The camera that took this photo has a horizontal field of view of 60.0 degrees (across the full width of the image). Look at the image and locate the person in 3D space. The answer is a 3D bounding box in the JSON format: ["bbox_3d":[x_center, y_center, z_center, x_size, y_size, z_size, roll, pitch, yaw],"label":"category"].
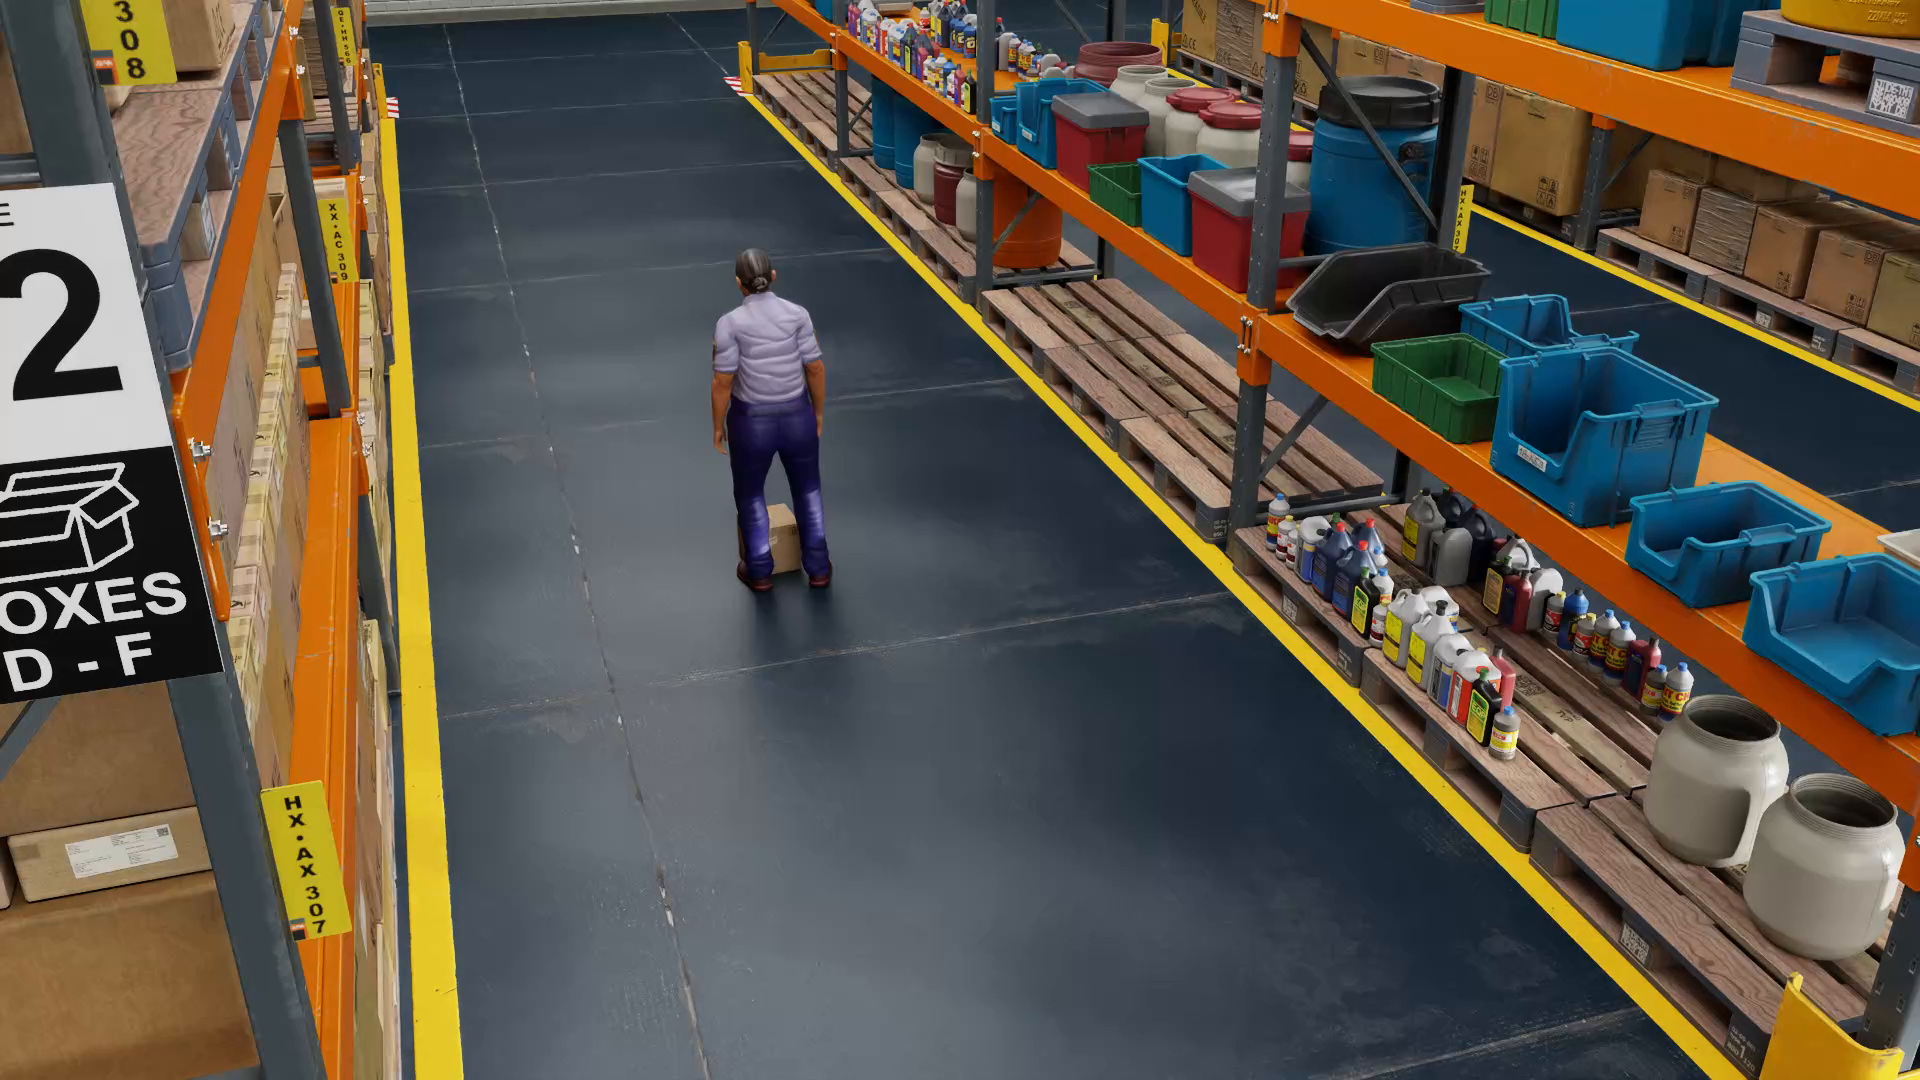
[{"bbox_3d":[-0.873,-0.537,7.700,0.557,1.652,0.416,-9,28,-18],"label":"person"}]
